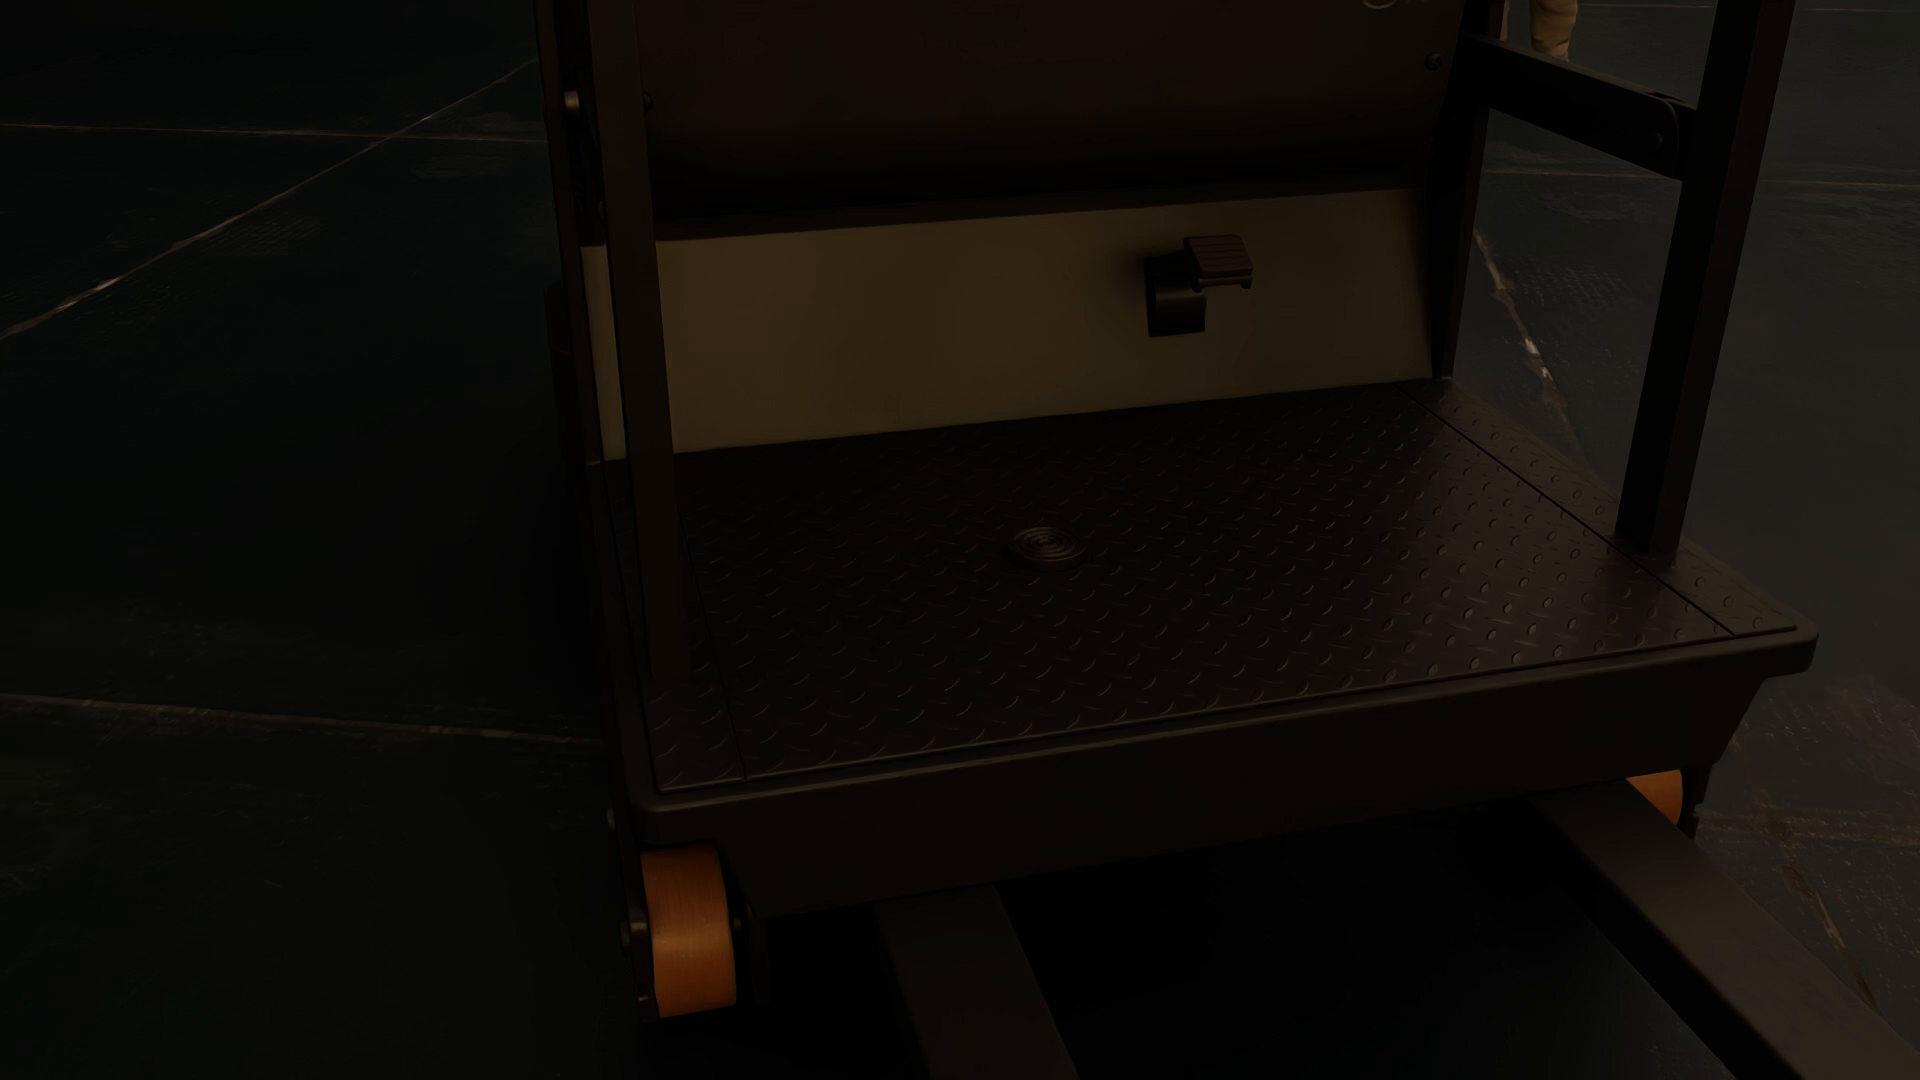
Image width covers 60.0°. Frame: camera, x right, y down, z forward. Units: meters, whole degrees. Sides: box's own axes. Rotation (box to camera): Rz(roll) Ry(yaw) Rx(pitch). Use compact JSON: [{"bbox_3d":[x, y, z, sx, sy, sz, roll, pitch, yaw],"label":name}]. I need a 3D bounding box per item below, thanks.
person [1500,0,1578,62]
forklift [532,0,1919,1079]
[{"bbox_3d":[1.788,-2.364,5.285,0.641,1.727,0.551,2,27,4],"label":"person"},{"bbox_3d":[0.153,-1.049,1.319,1.130,2.935,3.031,-7,27,-13],"label":"forklift"}]
